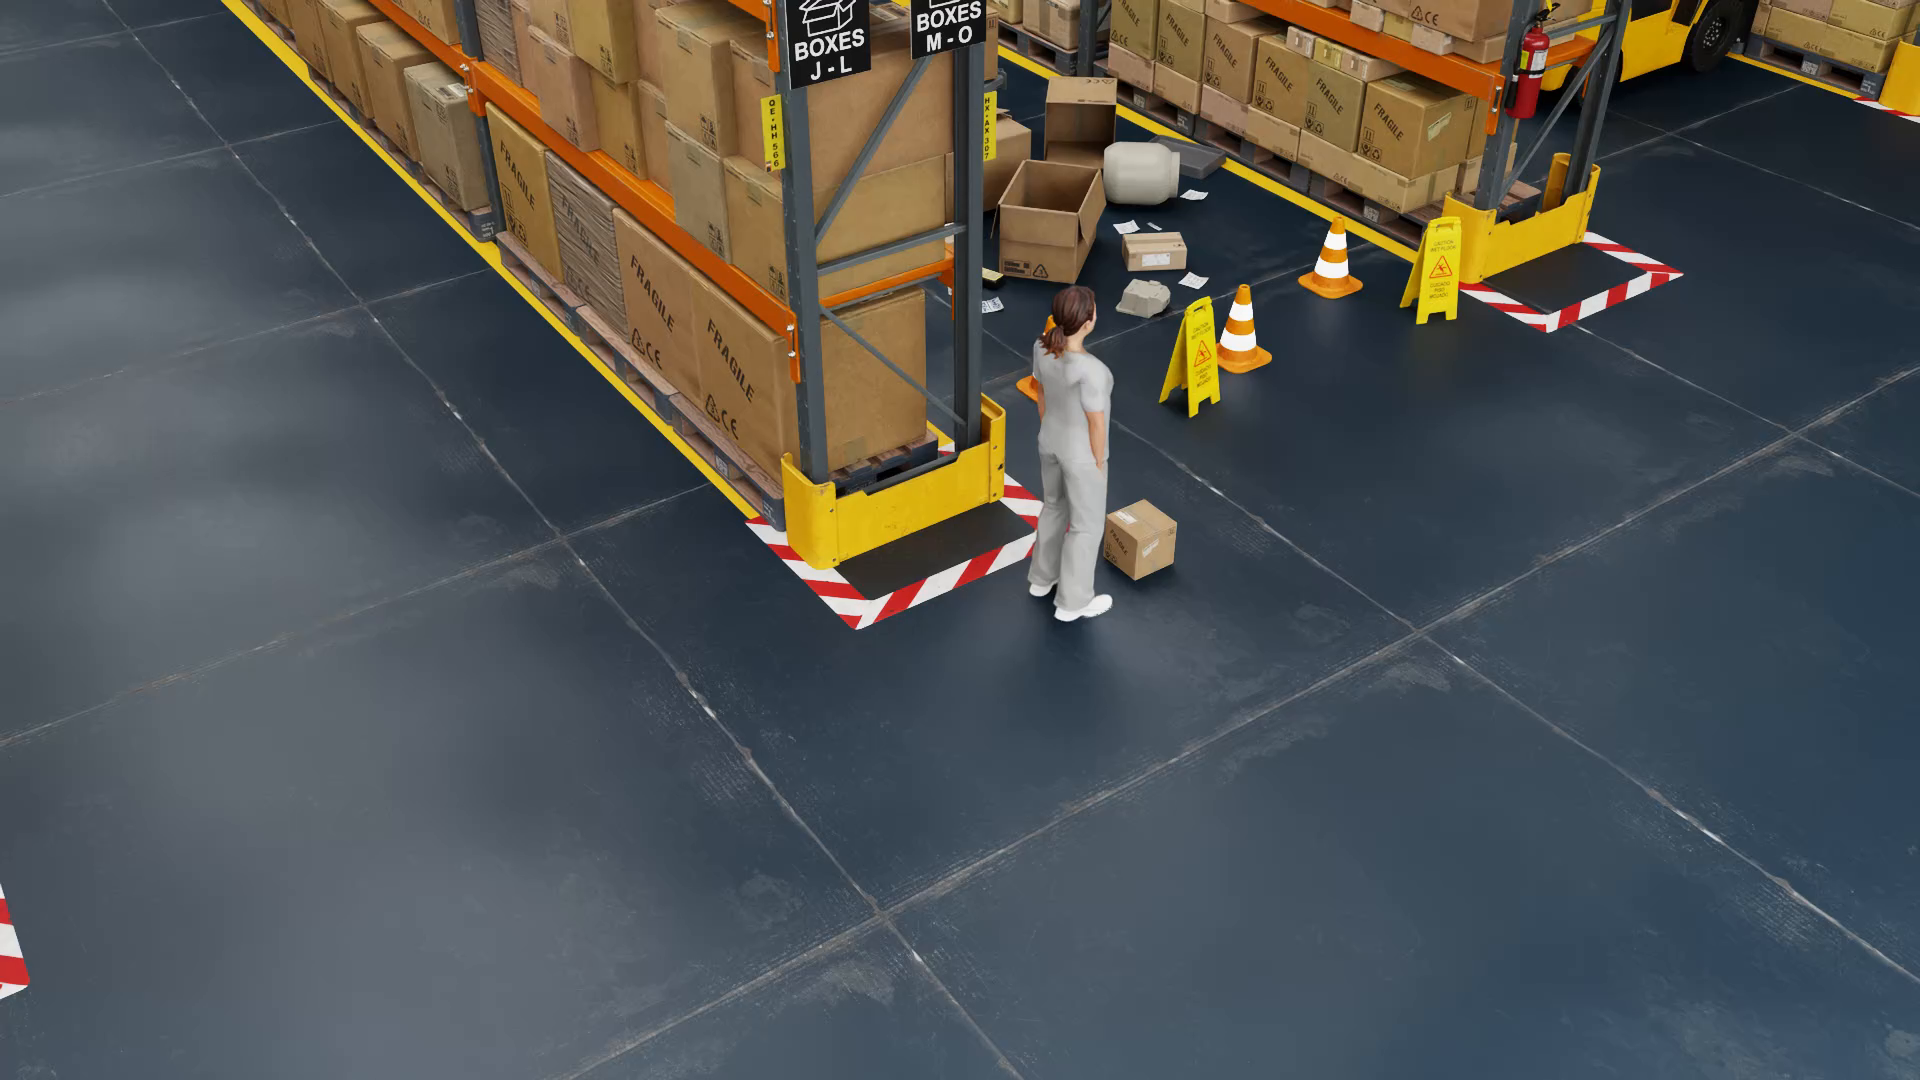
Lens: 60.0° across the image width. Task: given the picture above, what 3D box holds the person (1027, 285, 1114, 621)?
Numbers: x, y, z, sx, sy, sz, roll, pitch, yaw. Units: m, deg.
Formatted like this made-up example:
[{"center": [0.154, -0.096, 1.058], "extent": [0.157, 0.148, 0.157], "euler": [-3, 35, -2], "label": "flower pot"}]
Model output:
[{"center": [0.499, -0.398, 7.557], "extent": [0.363, 1.677, 0.437], "euler": [-25, 43, -30], "label": "person"}]
